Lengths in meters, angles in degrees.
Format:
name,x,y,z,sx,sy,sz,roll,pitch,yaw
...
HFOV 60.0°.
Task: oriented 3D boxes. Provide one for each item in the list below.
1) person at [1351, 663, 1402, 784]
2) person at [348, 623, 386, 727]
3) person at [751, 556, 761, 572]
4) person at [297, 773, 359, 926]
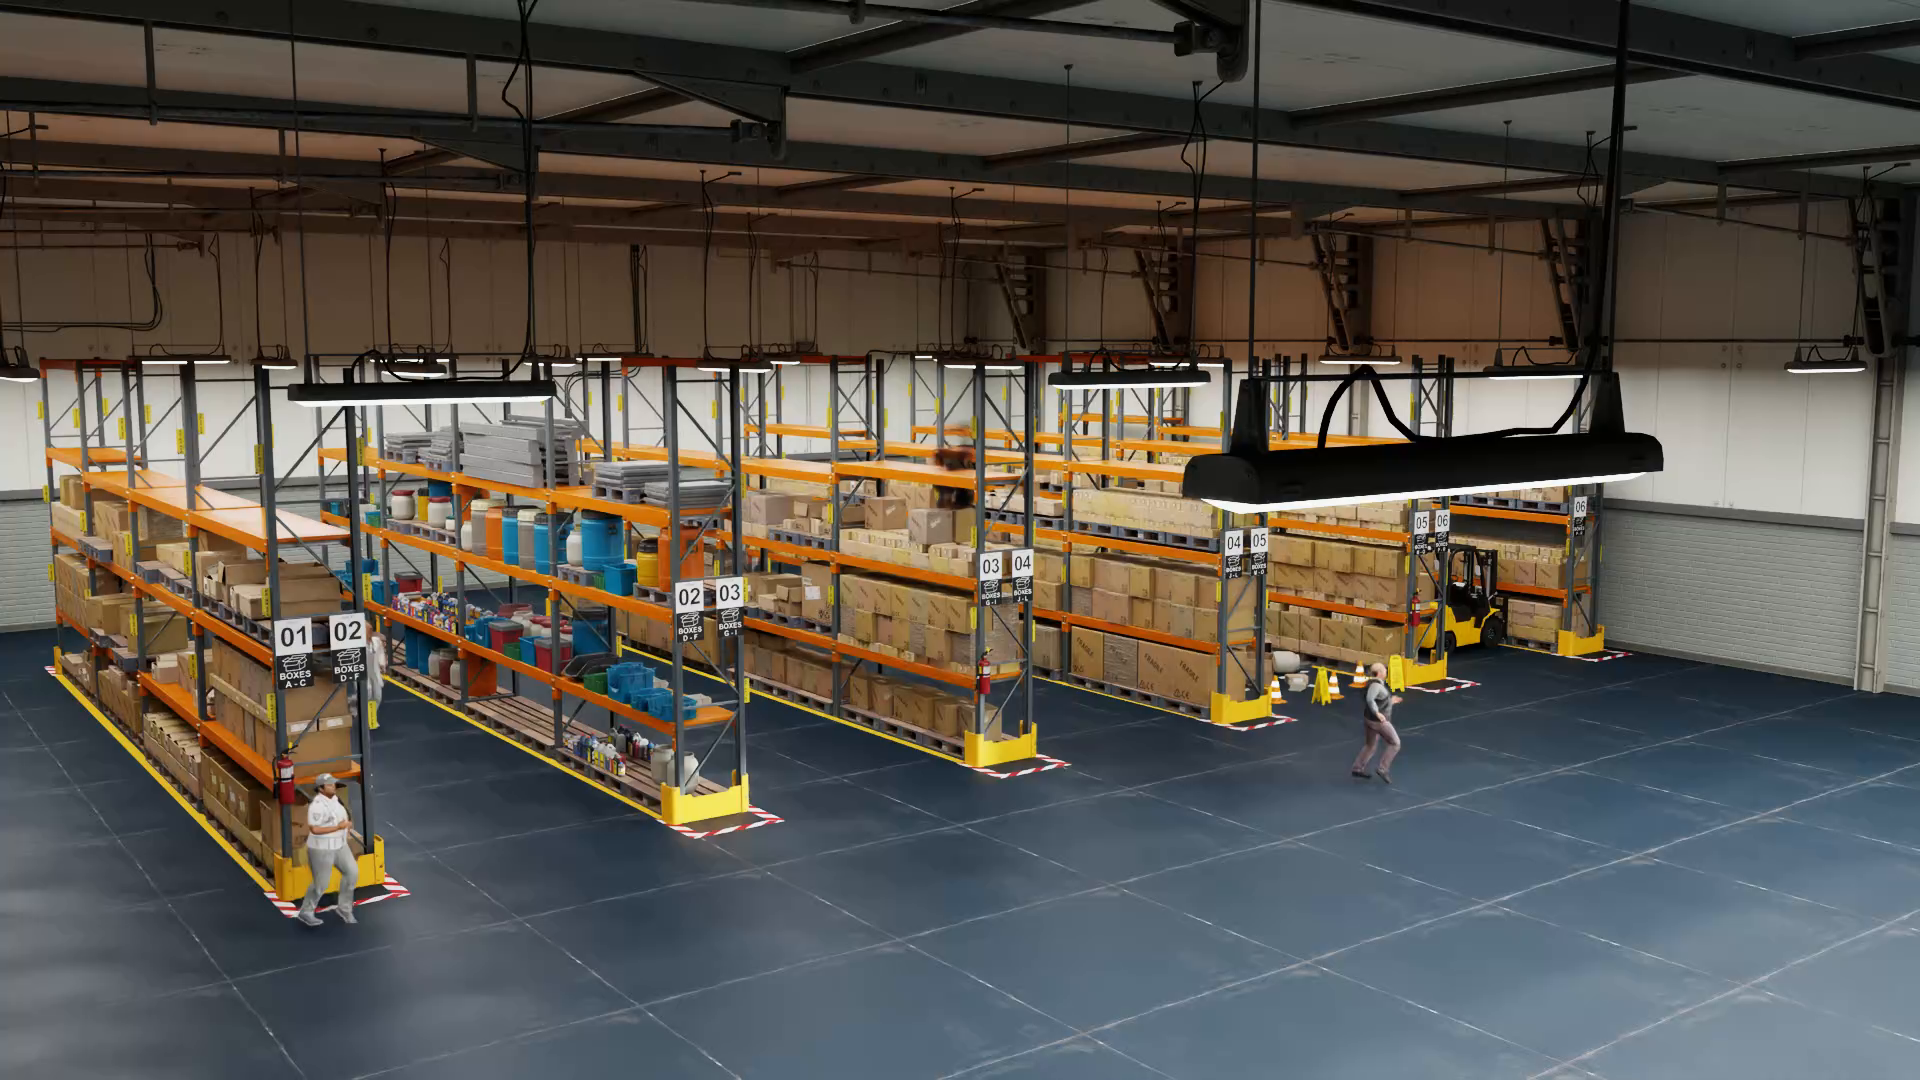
name,x,y,z,sx,sy,sz,roll,pitch,yaw
person,5.999,2.632,23.853,0.751,1.762,0.635,-1,7,-5
person,-9.784,2.201,27.354,0.672,1.727,0.695,6,9,41
person,-5.203,0.534,41.926,0.578,1.562,0.567,-4,8,-33
person,-6.833,3.374,17.969,0.656,1.751,0.605,1,7,7
